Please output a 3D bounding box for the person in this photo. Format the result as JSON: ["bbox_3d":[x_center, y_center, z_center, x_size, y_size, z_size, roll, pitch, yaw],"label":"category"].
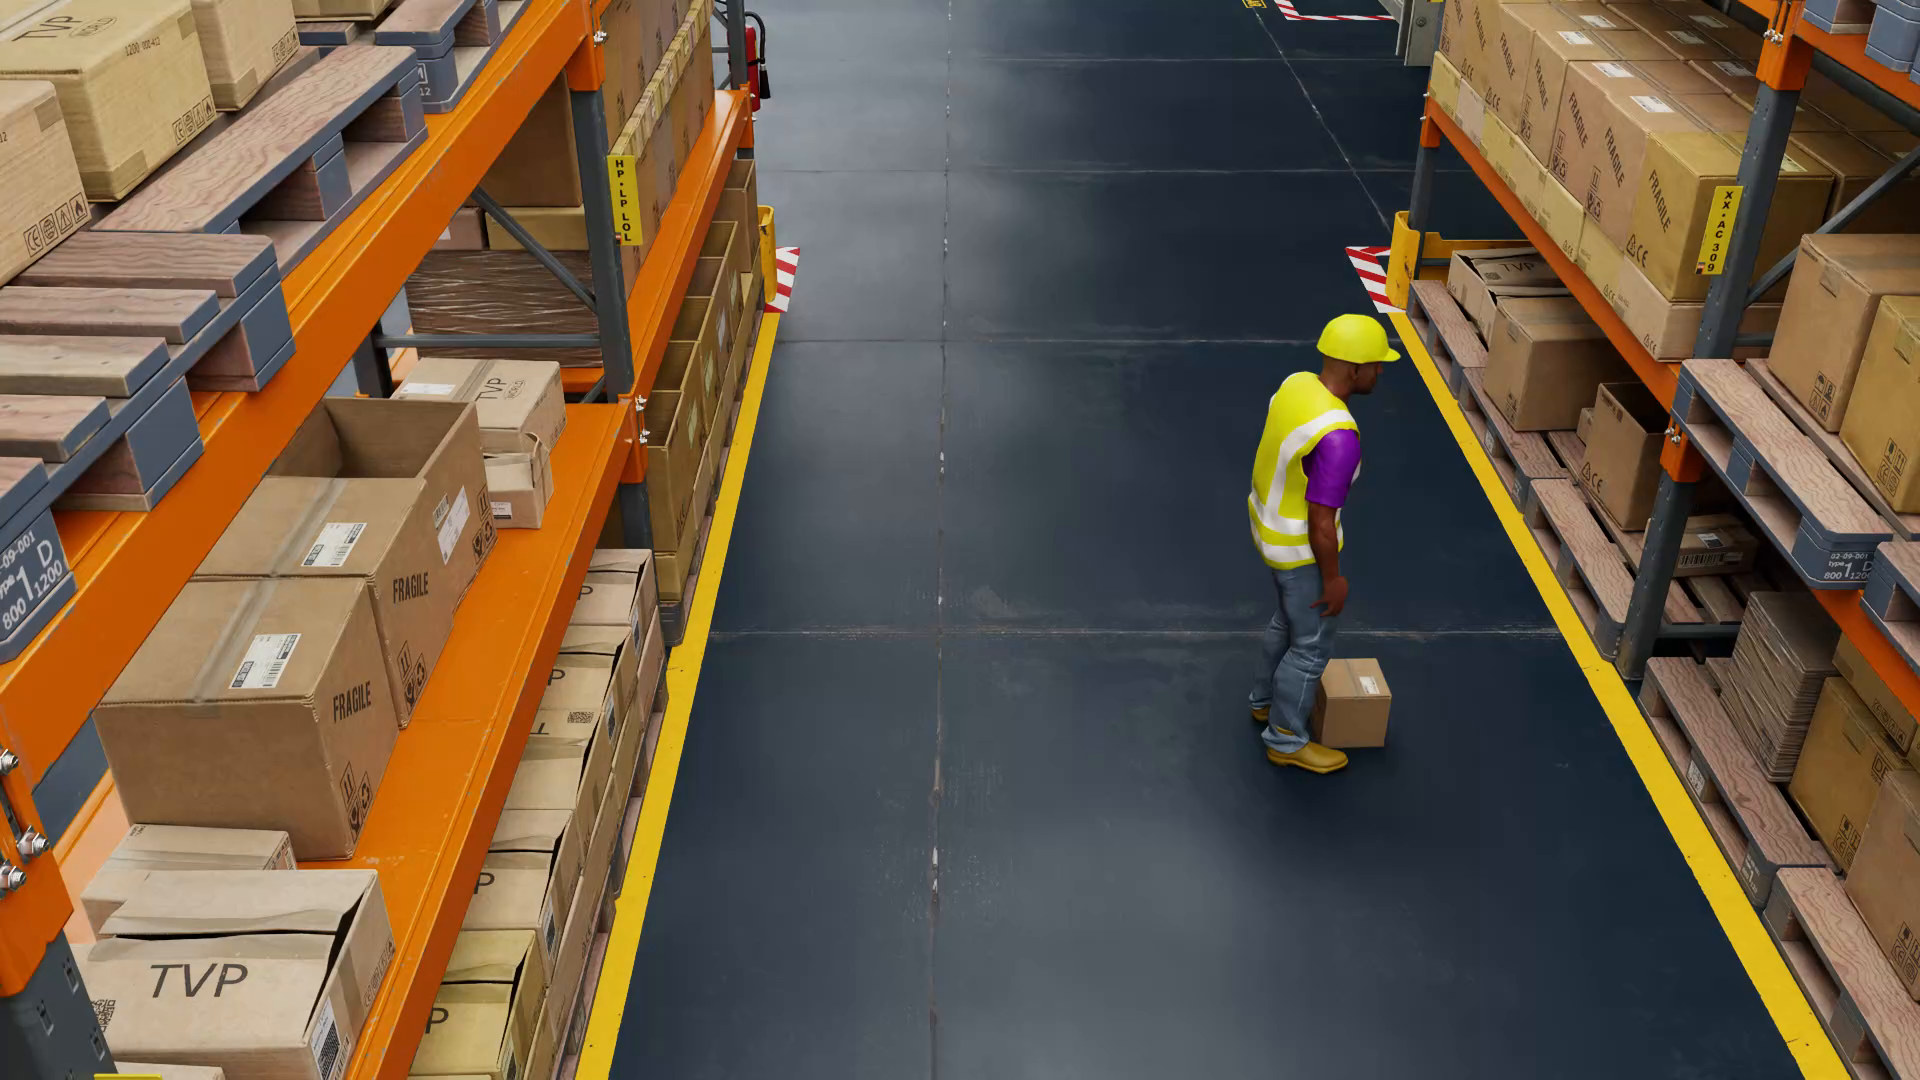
[{"bbox_3d":[1.296,0.000,6.118,0.461,1.759,0.628,-2,31,-3],"label":"person"}]
